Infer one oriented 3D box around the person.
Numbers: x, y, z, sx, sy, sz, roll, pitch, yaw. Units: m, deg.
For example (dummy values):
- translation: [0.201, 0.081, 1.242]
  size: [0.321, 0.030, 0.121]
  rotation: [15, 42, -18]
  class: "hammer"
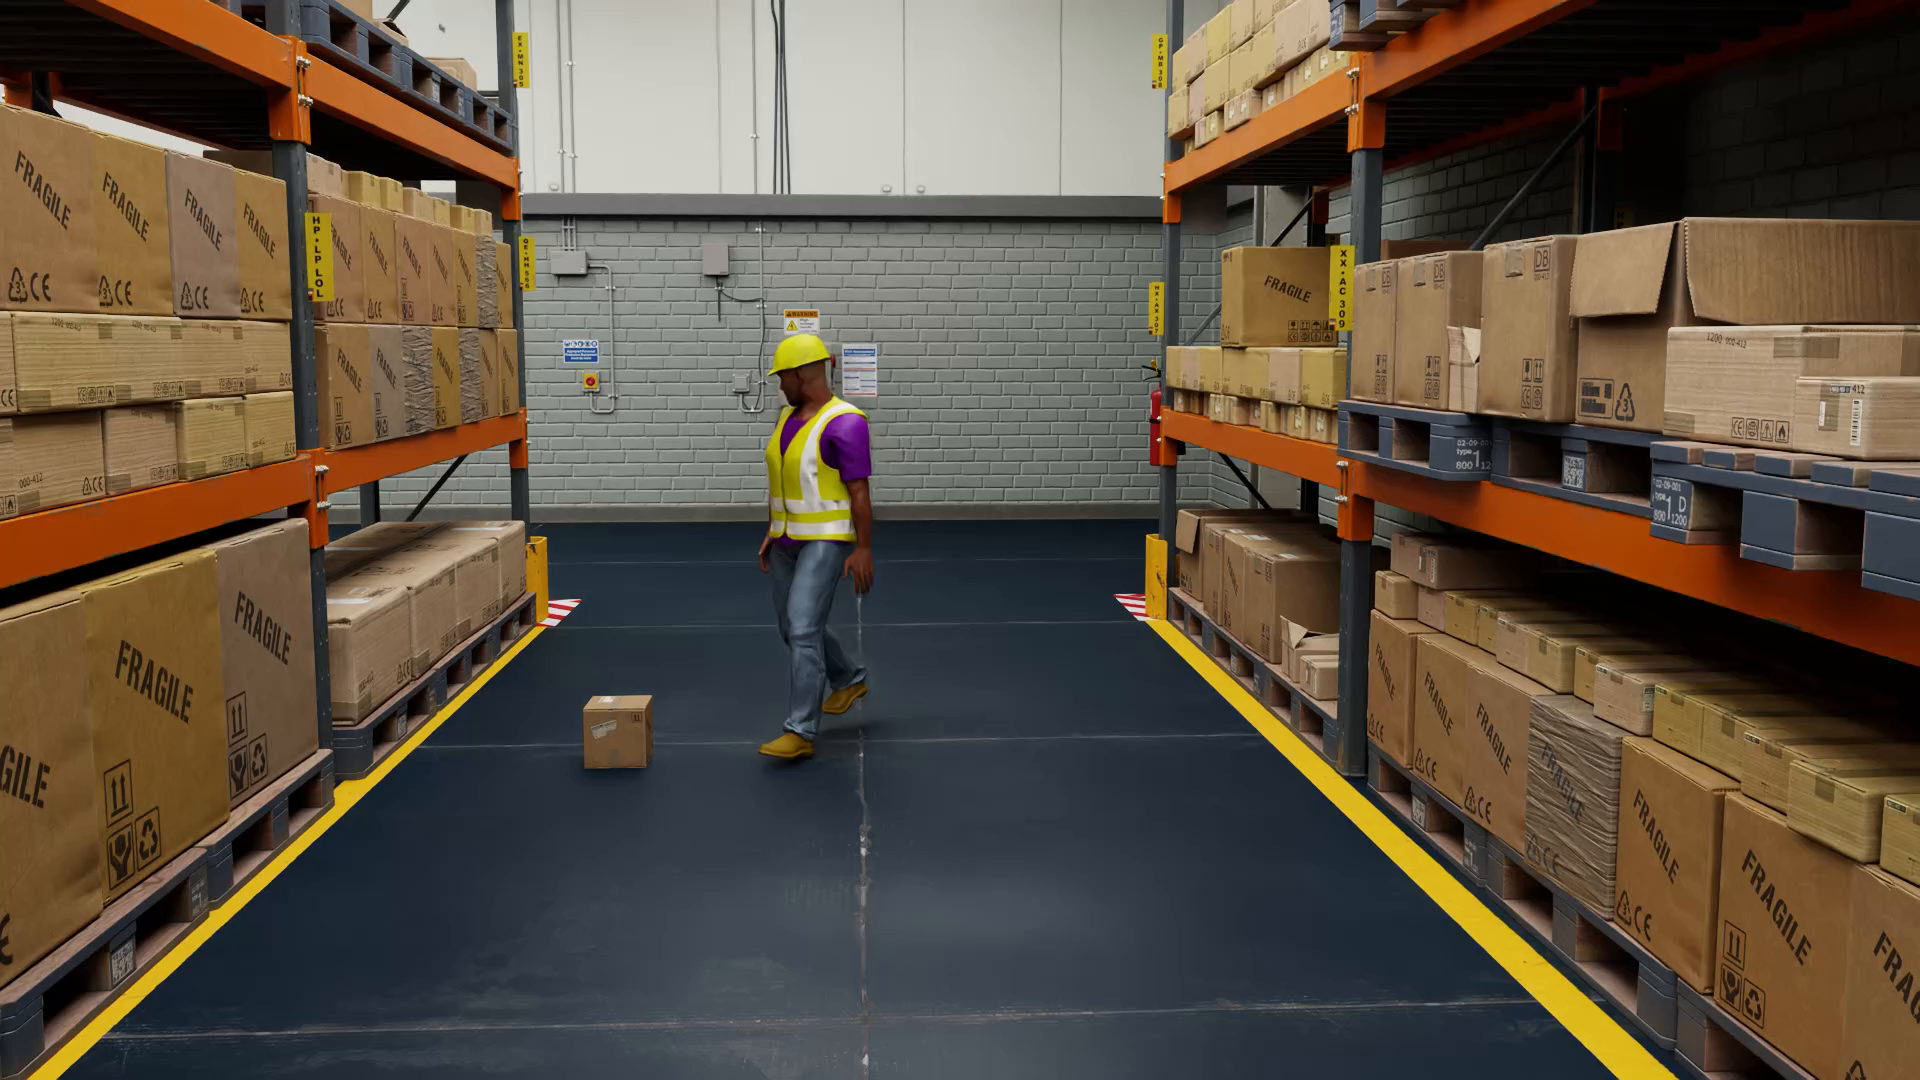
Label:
- translation: [-0.625, 0.006, 7.060]
  size: [0.835, 1.751, 0.605]
  rotation: [-6, 9, -42]
  class: "person"
